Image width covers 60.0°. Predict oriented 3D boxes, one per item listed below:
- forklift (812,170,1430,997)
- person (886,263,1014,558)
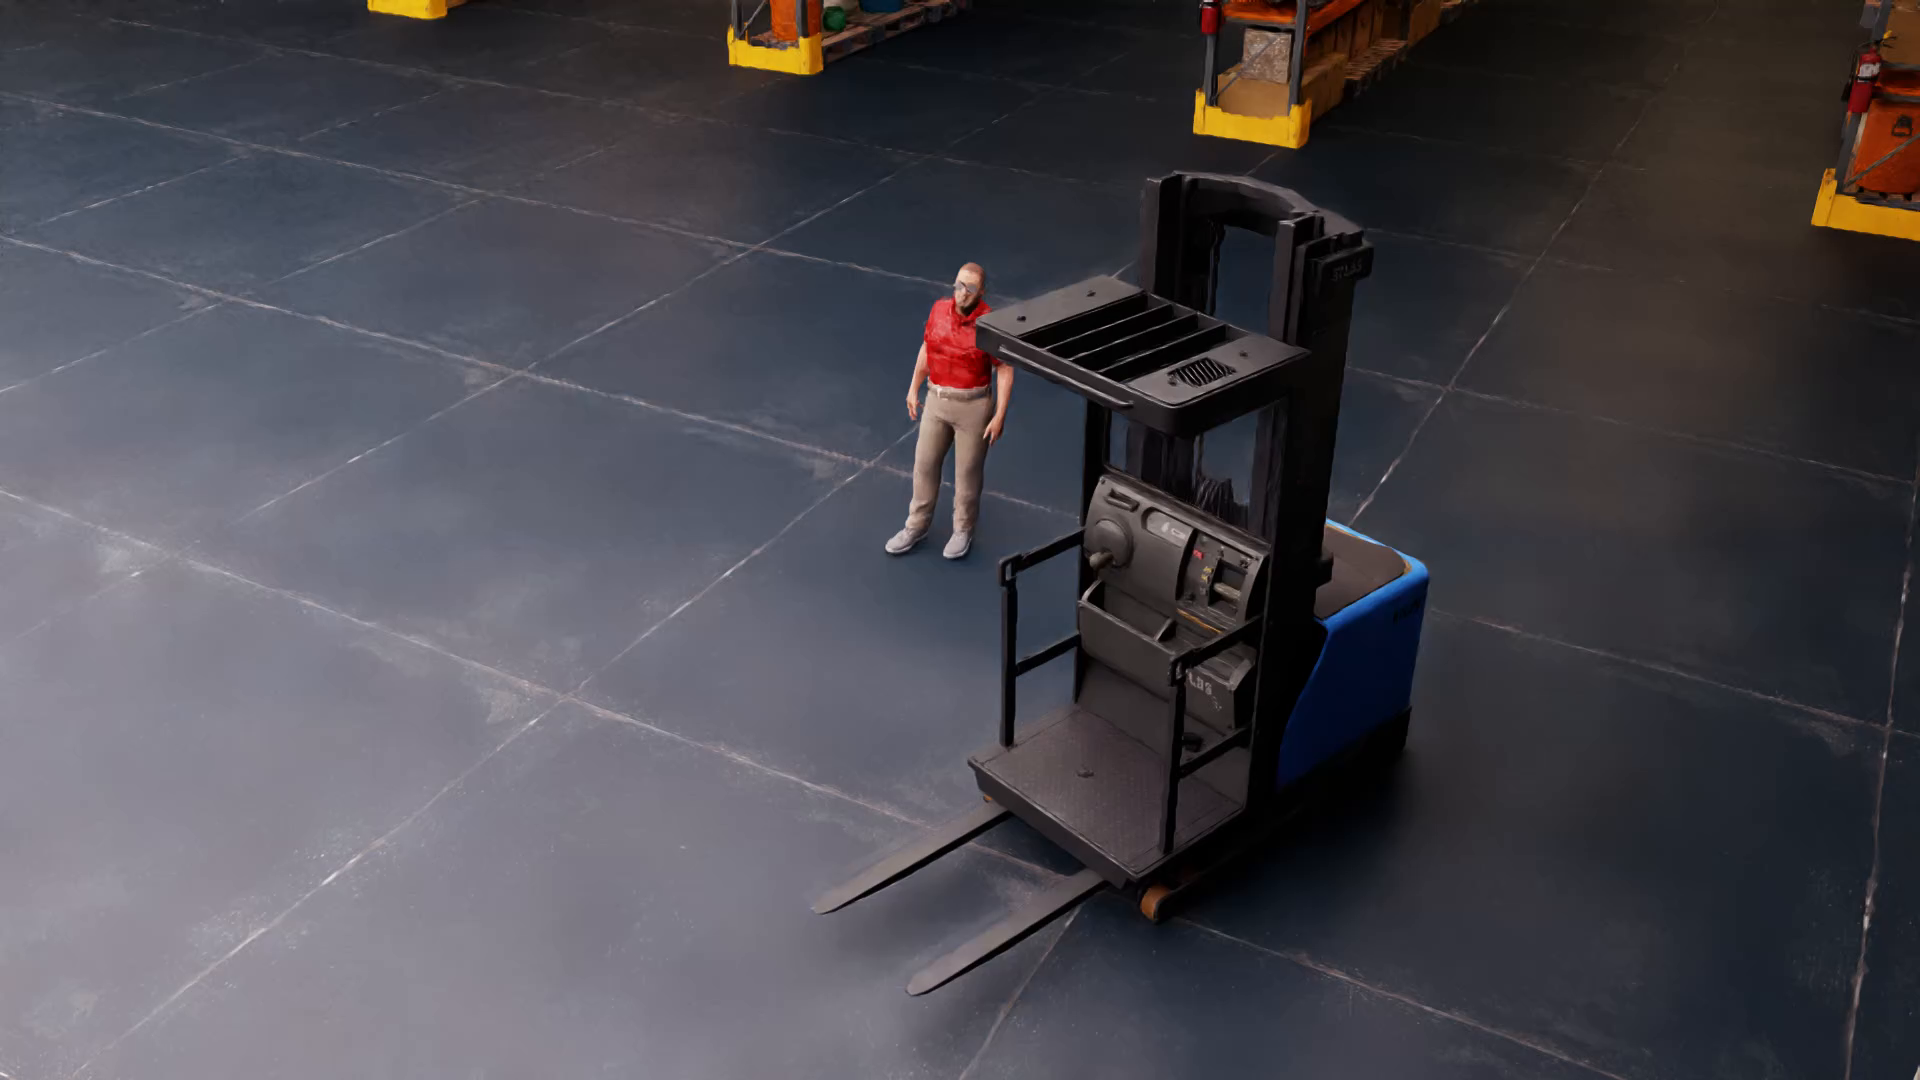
[{"bbox_3d":[0.741,0.078,6.936,3.031,2.935,1.130,-24,37,-35],"label":"forklift"},{"bbox_3d":[-0.054,-0.719,9.504,0.640,1.726,0.550,15,33,25],"label":"person"}]
